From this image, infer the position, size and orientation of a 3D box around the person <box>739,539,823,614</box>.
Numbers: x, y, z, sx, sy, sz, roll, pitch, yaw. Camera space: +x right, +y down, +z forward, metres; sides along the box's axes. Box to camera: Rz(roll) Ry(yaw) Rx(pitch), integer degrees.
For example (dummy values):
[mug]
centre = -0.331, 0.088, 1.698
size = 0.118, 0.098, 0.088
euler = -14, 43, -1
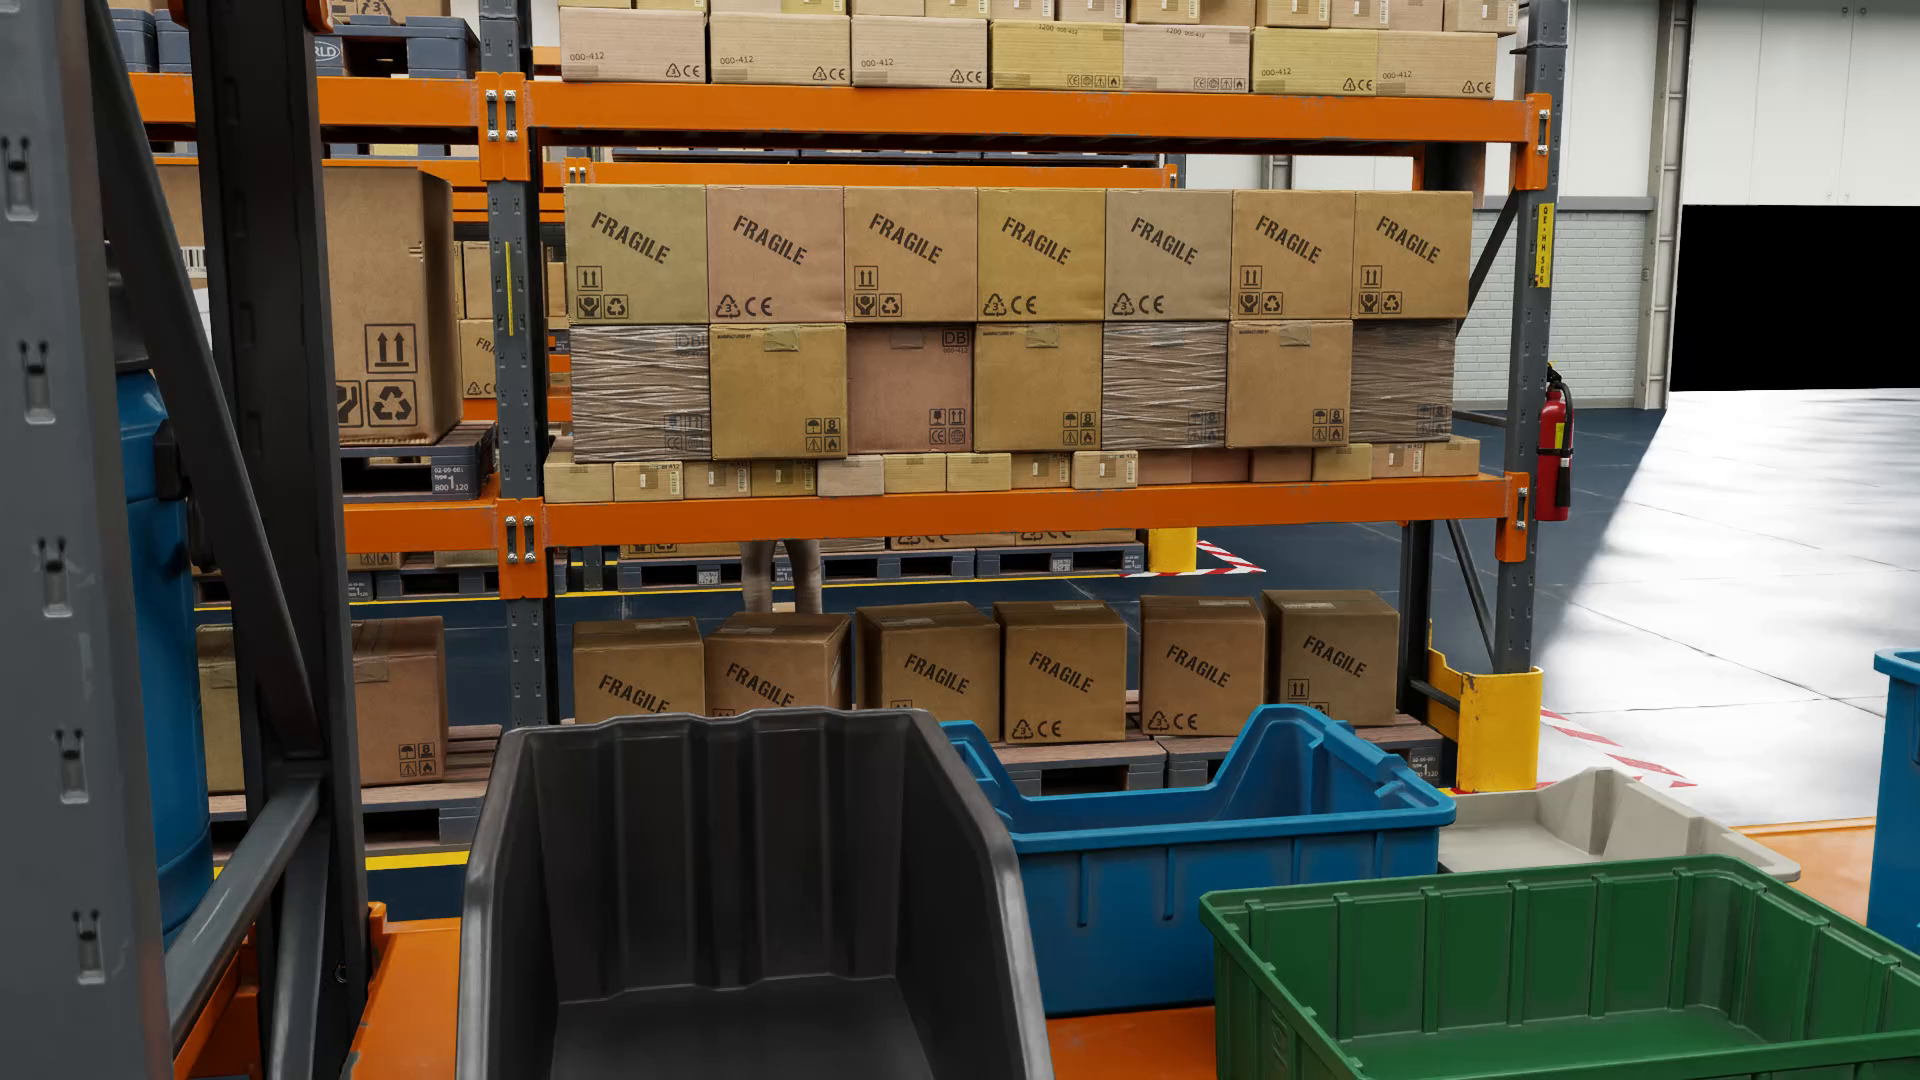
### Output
[person]
centre = -0.987, -0.218, 9.013
size = 0.584, 1.657, 0.370
euler = -2, 10, -11
